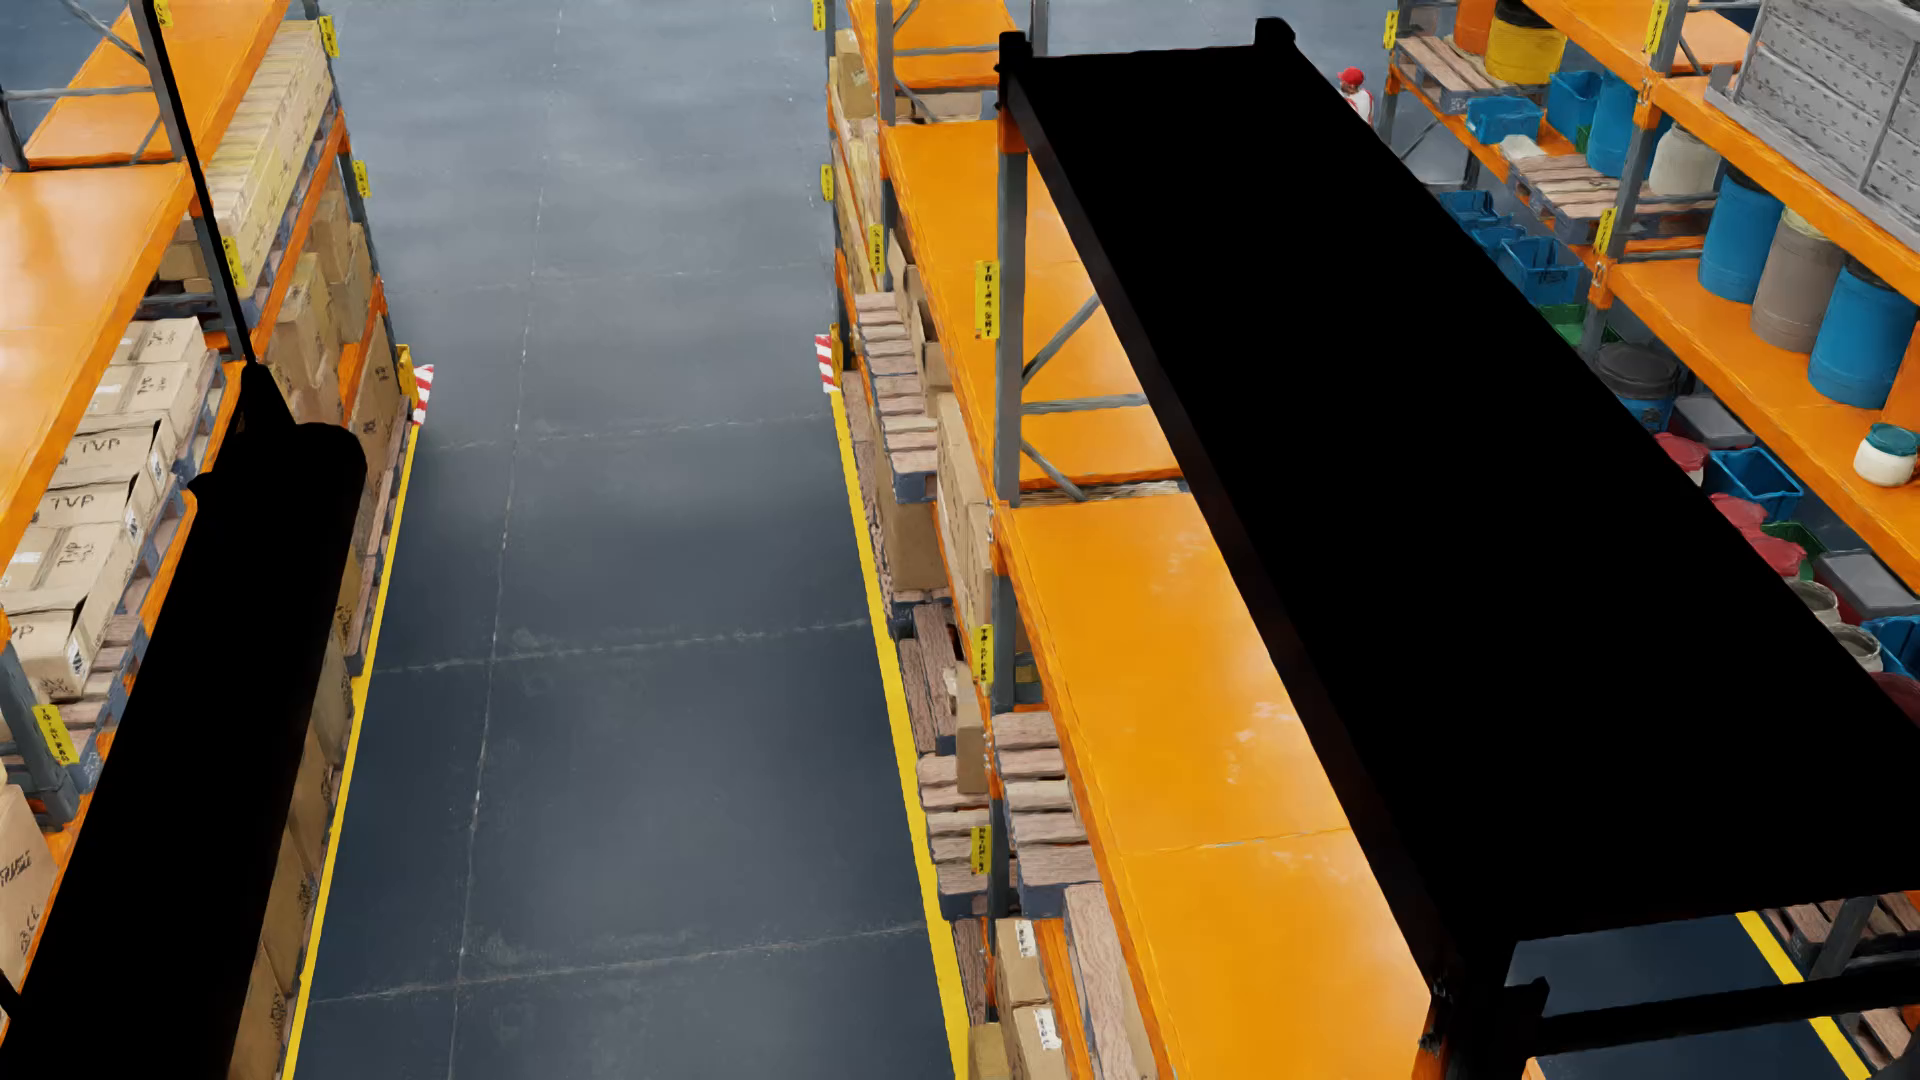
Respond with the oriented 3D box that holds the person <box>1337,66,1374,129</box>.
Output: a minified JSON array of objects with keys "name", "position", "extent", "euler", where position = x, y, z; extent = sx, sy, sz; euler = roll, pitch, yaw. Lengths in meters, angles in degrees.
[{"name":"person","position":[4.180,-4.110,17.556],"extent":[0.590,1.777,0.577],"euler":[-29,45,-34]}]
